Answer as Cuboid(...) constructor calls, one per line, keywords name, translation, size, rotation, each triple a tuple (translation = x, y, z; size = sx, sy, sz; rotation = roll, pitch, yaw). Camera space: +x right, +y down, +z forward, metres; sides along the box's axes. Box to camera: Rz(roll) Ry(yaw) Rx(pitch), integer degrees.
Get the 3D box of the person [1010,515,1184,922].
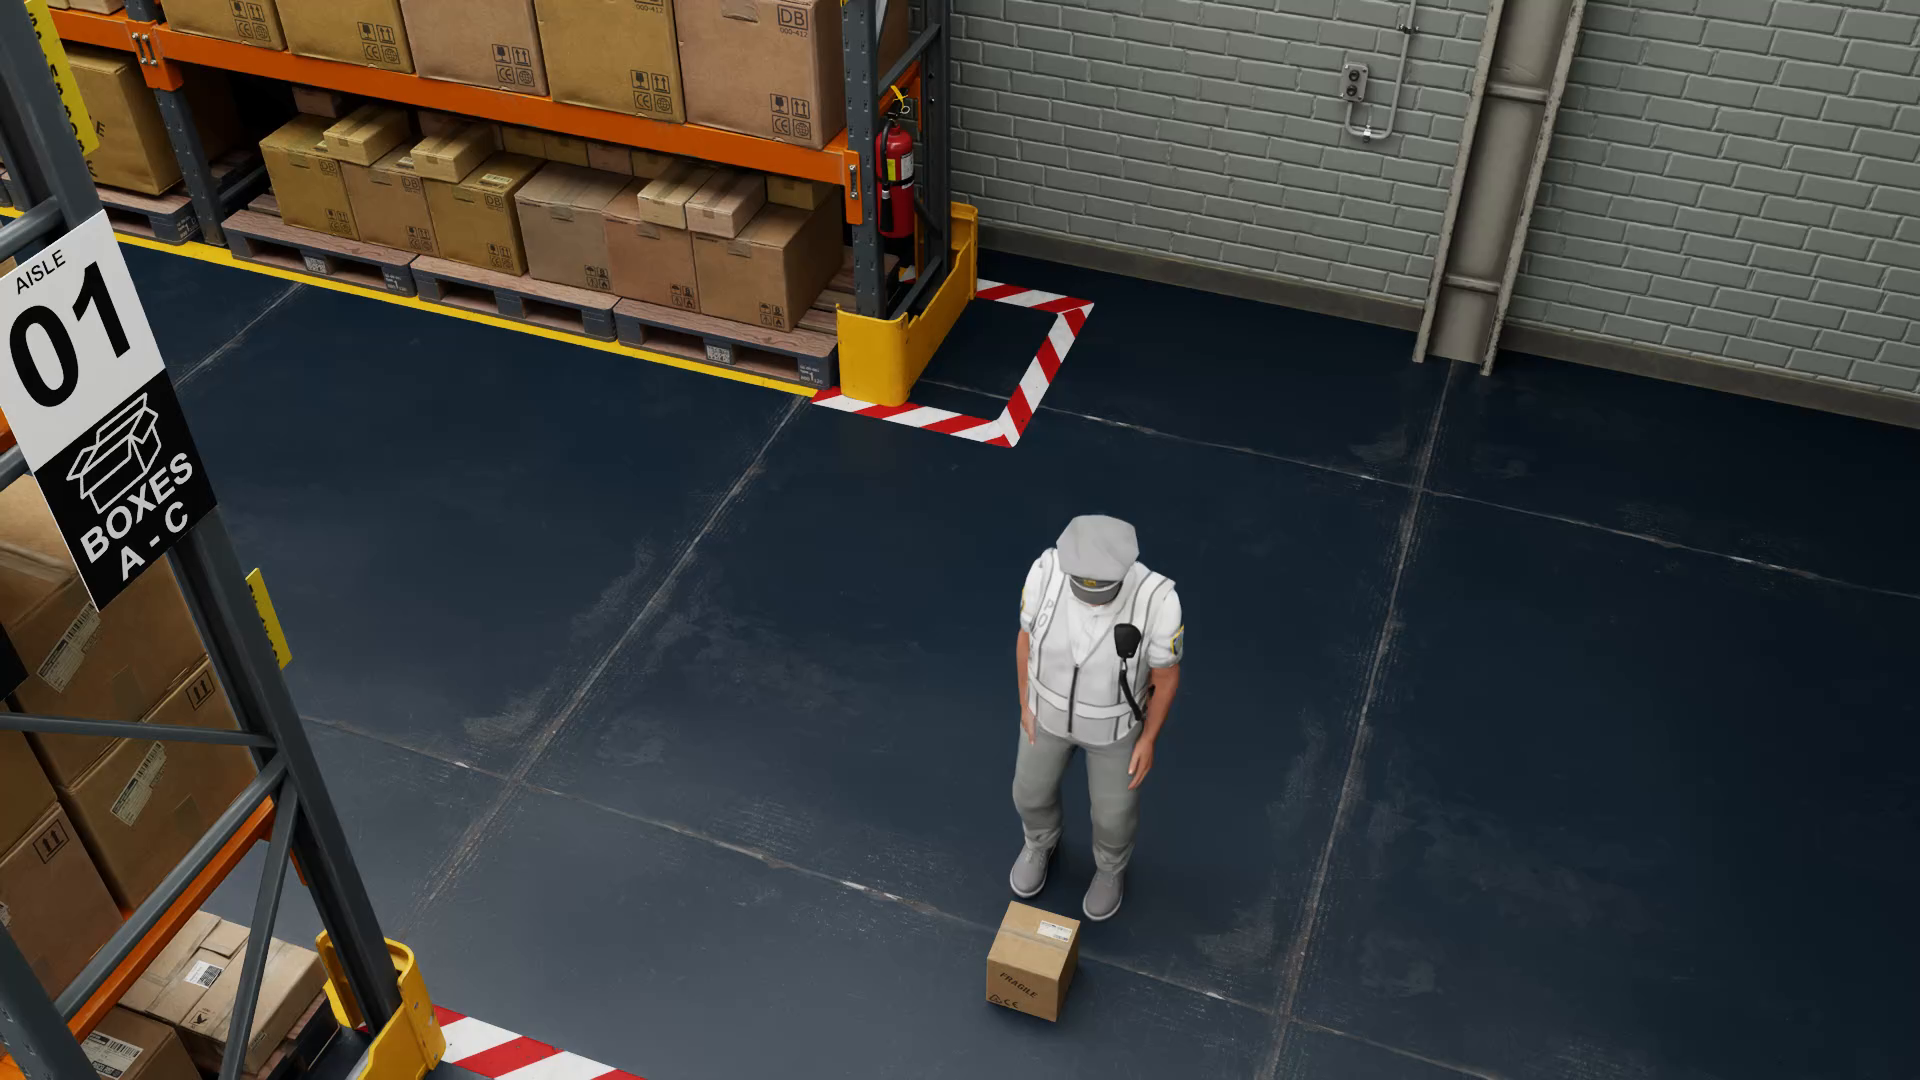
Cuboid(name="person", translation=(0.440, 0.580, 5.525), size=(0.547, 1.719, 0.439), rotation=(14, 43, 16))
